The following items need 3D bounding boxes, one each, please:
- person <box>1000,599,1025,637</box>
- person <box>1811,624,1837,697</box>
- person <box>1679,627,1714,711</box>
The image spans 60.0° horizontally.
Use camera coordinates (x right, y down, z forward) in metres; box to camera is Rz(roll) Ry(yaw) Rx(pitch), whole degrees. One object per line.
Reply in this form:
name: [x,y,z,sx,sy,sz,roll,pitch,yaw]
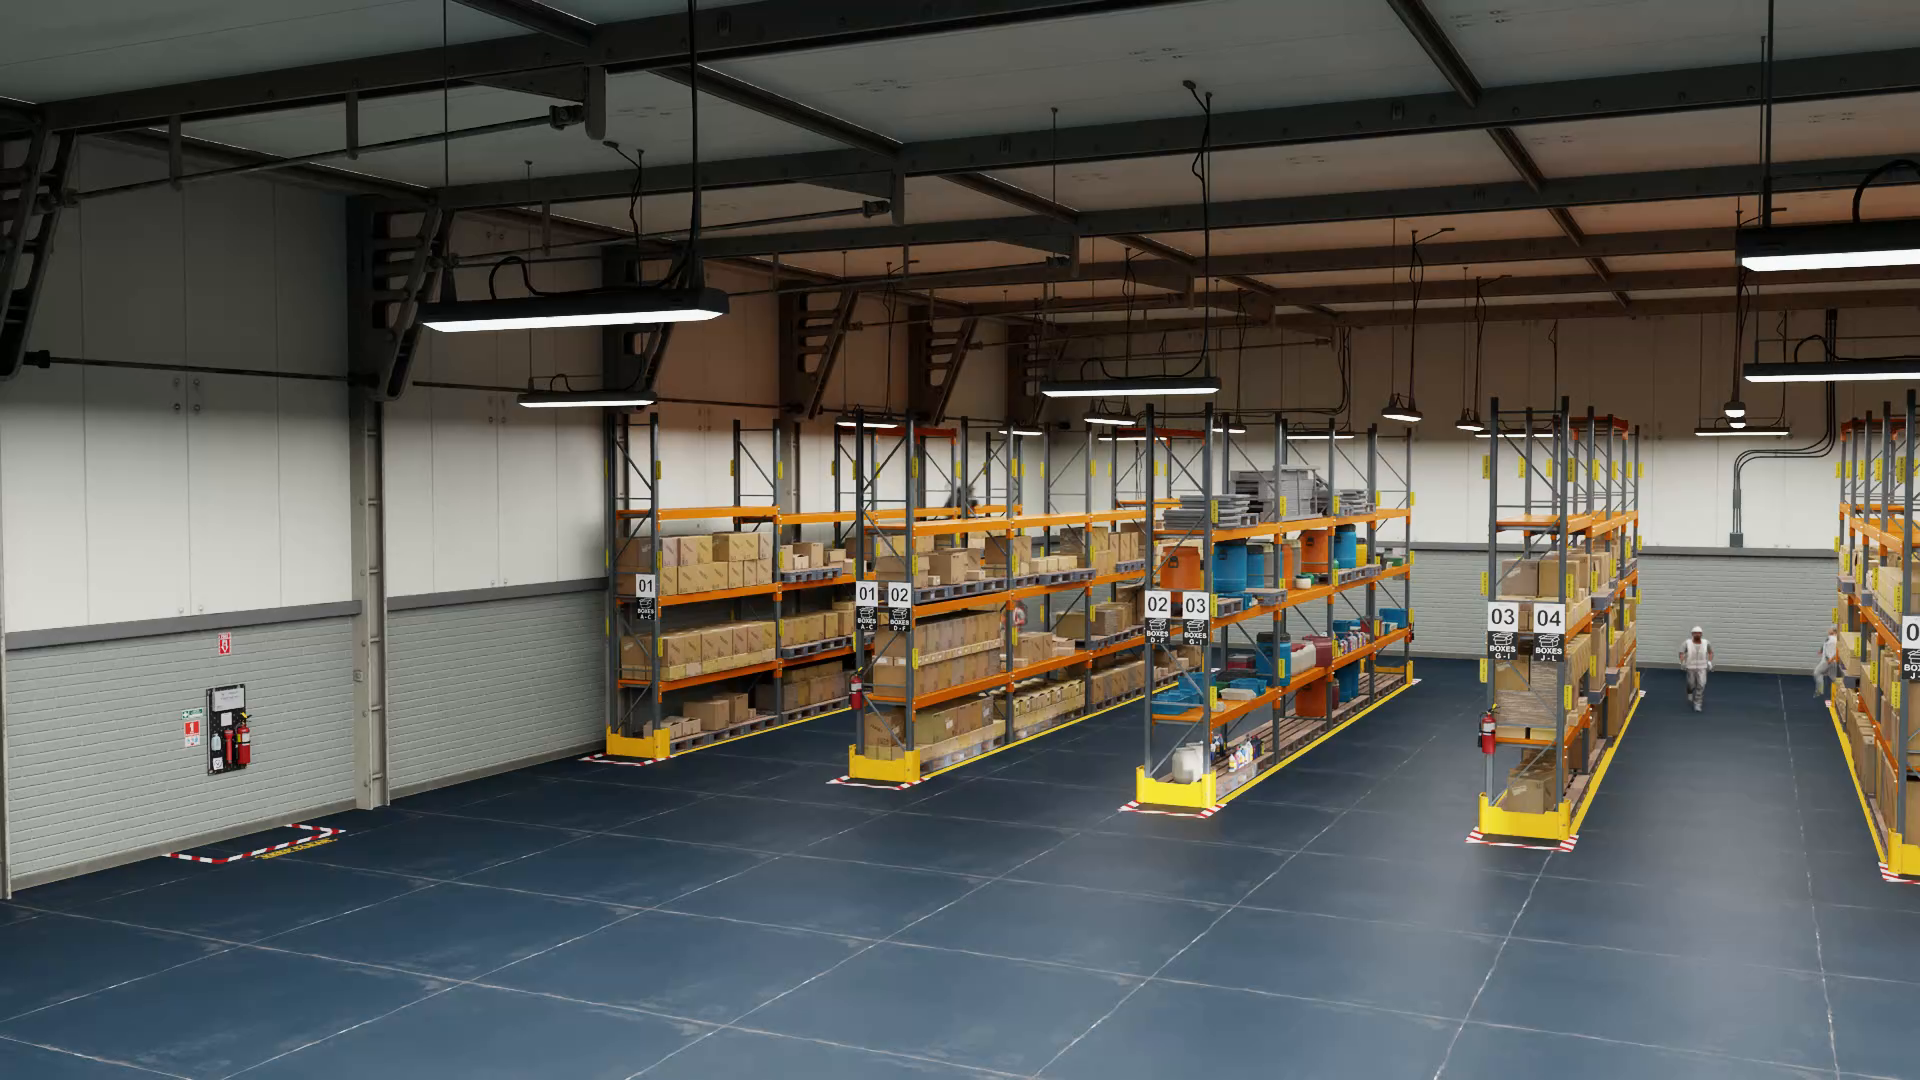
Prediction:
person: [1.205,2.232,38.941,0.669,1.867,0.795,1,3,17]
person: [19.033,2.644,36.438,0.728,1.629,0.646,2,3,43]
person: [15.402,2.674,34.789,0.679,1.746,0.788,1,3,17]
